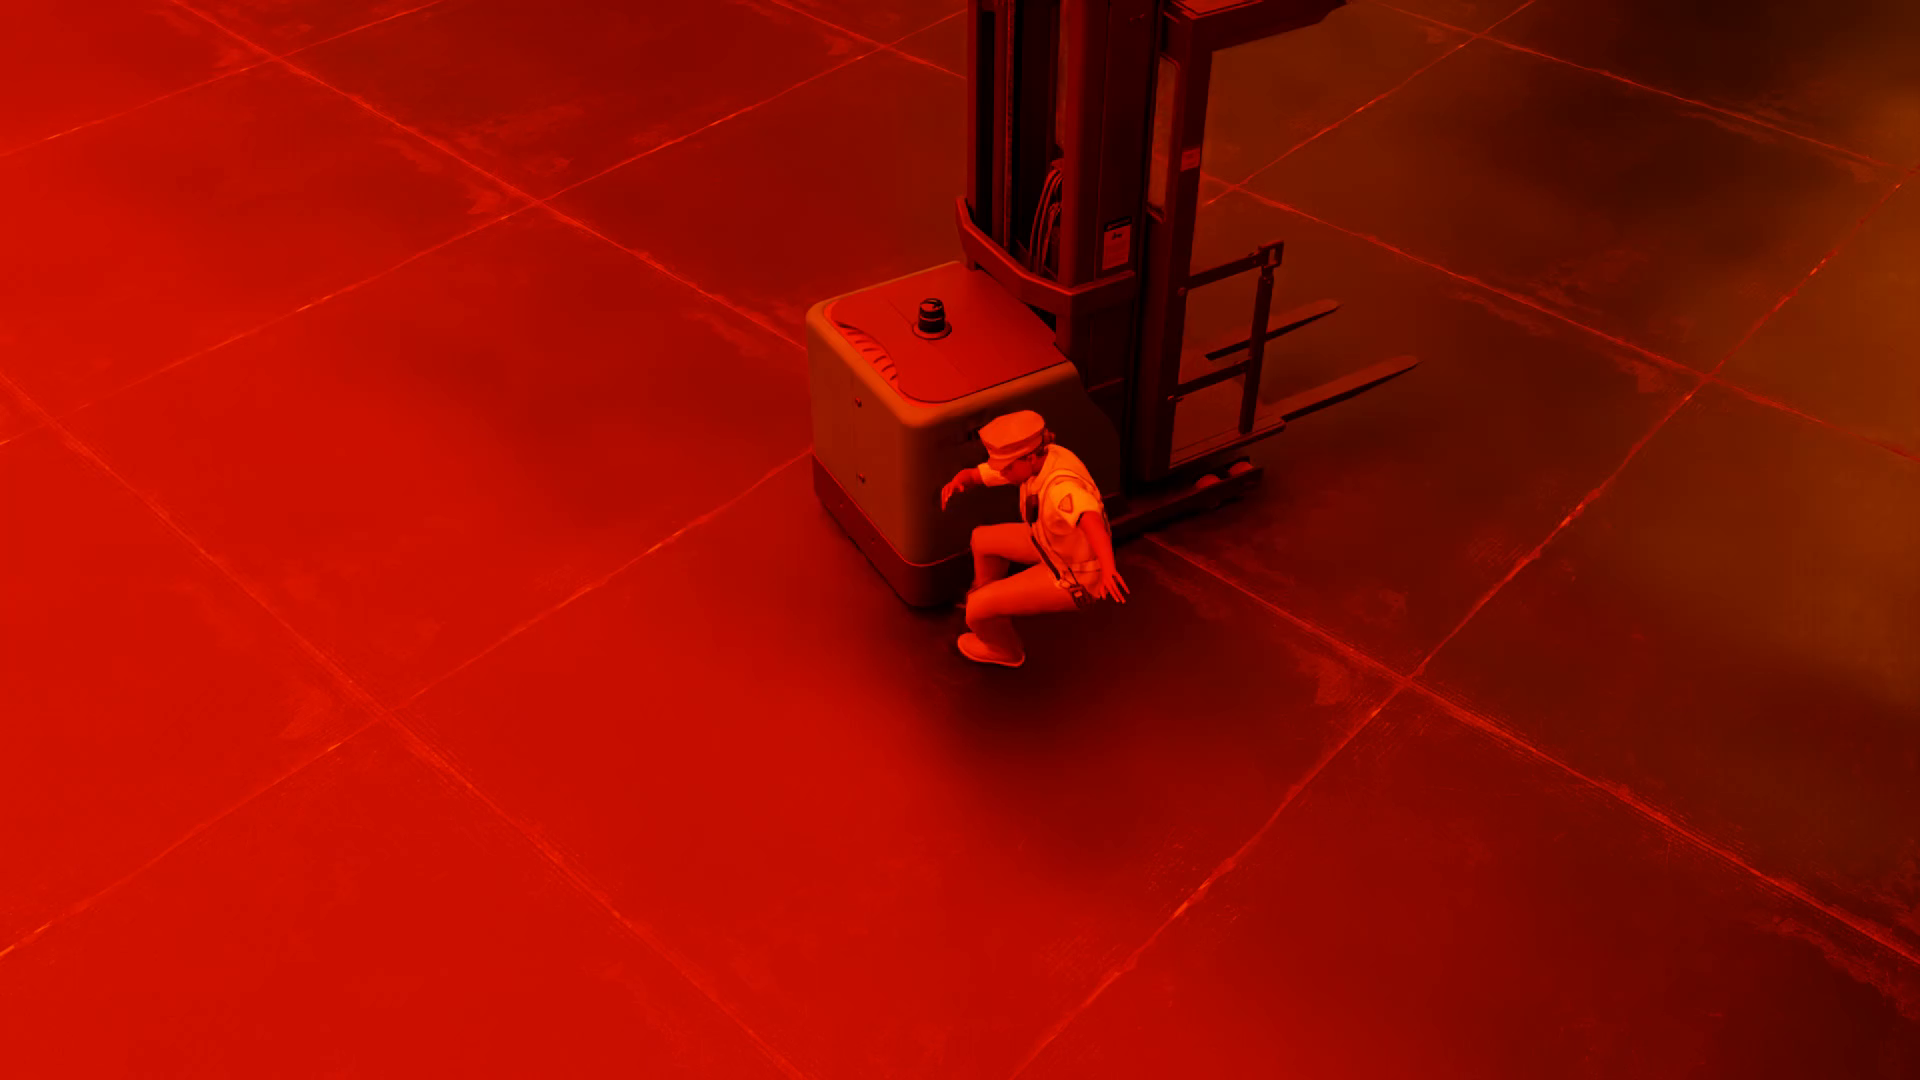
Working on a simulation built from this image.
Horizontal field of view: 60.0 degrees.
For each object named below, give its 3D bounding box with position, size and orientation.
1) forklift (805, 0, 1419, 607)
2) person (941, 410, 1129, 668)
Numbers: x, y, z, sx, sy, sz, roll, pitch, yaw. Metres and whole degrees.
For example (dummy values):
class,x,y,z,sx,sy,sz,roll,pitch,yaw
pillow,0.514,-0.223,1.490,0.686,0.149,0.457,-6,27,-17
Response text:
class,x,y,z,sx,sy,sz,roll,pitch,yaw
forklift,0.844,-1.532,7.214,3.031,2.935,1.130,-21,45,-23
person,0.279,0.150,6.490,0.709,1.363,1.410,-6,41,-7
